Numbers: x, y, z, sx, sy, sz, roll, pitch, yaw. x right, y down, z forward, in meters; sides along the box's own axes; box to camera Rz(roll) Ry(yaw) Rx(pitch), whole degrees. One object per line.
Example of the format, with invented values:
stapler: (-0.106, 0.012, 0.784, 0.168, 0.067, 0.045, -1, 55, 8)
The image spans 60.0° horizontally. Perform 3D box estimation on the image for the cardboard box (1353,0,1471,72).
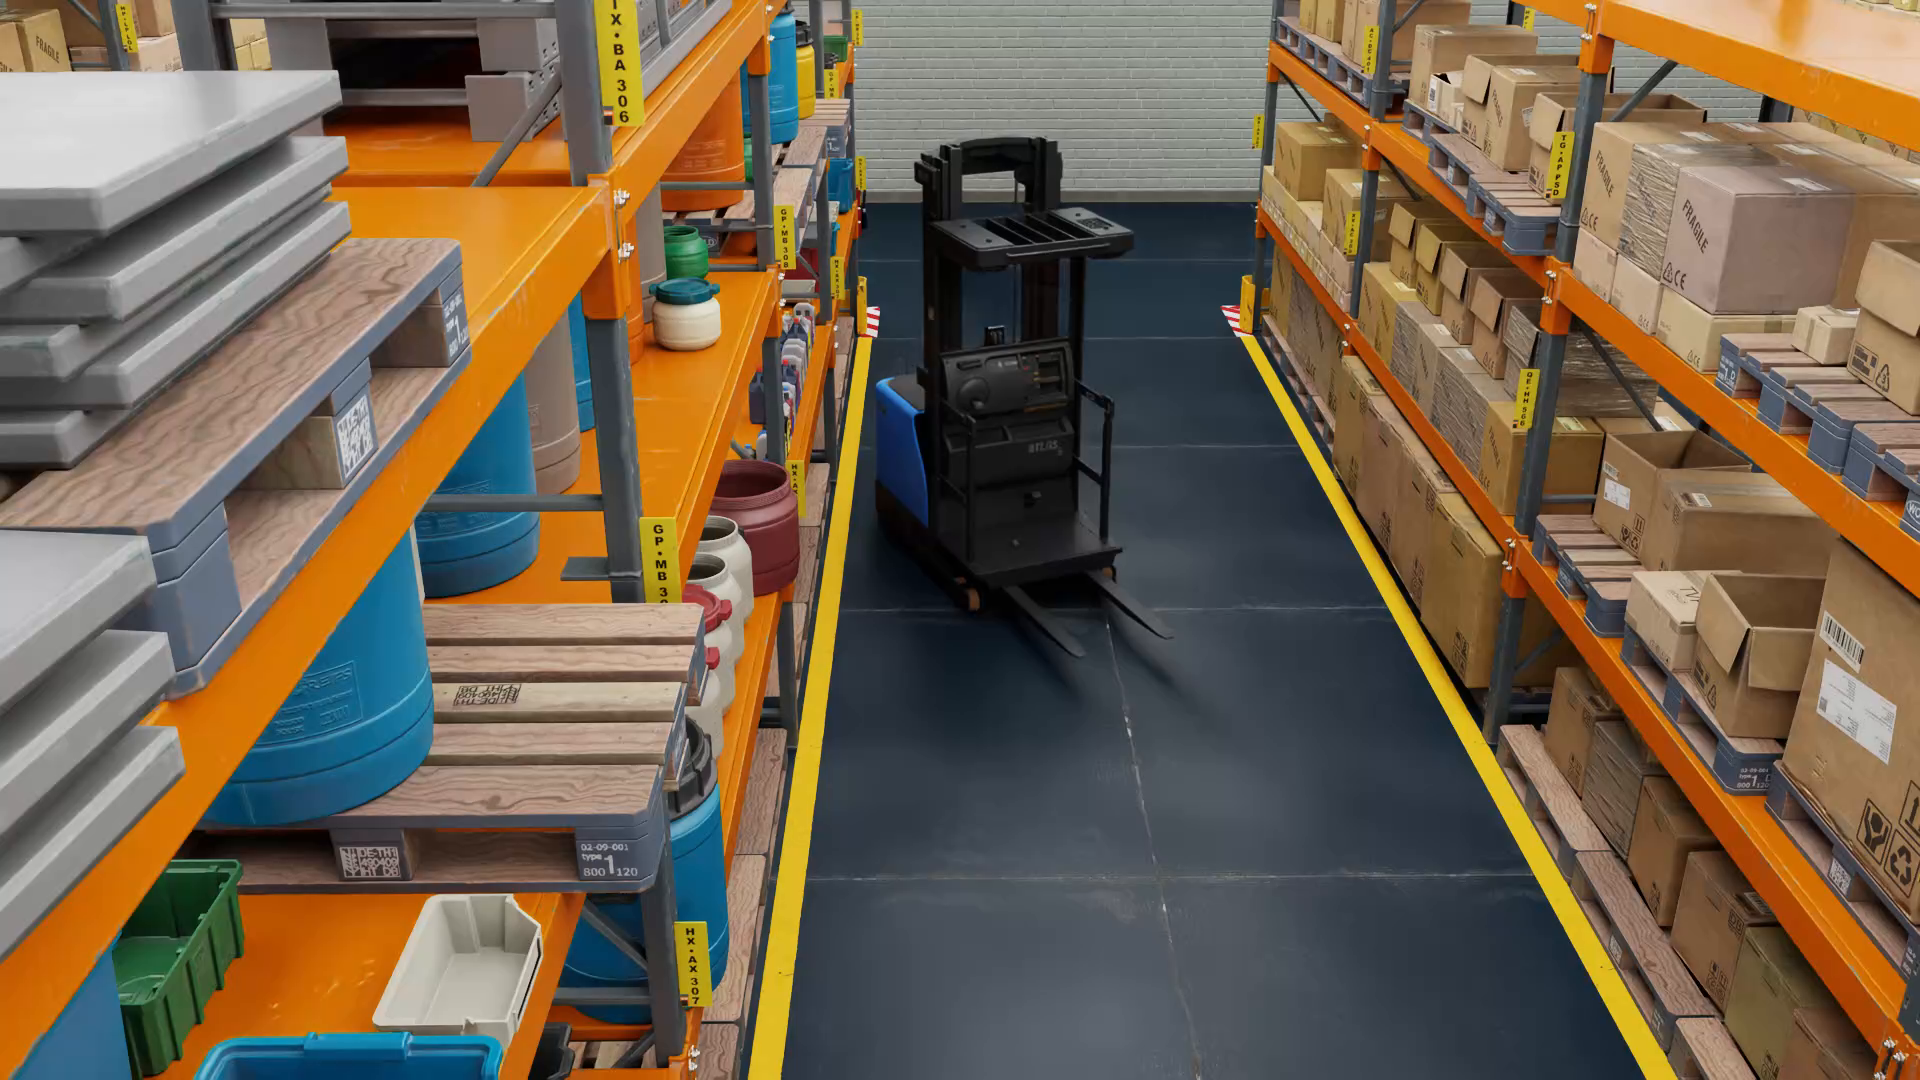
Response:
cardboard box: (3.412, -3.835, 12.580, 0.700, 0.500, 0.500, -2, 24, -4)

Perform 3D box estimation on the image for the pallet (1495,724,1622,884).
pallet: (3.531, 1.378, 8.831, 1.003, 0.211, 1.213, 0, 24, -1)

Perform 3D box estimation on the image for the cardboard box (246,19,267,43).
cardboard box: (-6.201, -4.372, 14.095, 0.500, 0.250, 0.500, 0, 24, -1)

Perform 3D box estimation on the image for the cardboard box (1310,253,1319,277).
cardboard box: (3.138, -2.297, 13.877, 0.380, 0.149, 0.250, 0, 24, 0)

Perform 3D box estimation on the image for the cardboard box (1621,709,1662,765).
cardboard box: (3.577, 0.876, 8.145, 0.500, 0.250, 0.500, 2, 24, 5)

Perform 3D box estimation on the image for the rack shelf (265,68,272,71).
rack shelf: (-6.447, -3.683, 13.870, 1.077, 0.370, 4.000, 0, 24, -1)

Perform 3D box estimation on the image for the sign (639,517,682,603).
sign: (-0.835, 0.087, 4.651, 0.100, 0.325, 0.005, 0, 24, -1)

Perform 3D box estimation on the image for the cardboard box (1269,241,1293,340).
cardboard box: (3.524, -2.471, 16.026, 0.875, 0.875, 0.875, 0, 24, -1)

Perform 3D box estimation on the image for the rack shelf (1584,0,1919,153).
rack shelf: (3.546, -1.614, 6.141, 1.077, 0.370, 4.000, 0, 24, -1)

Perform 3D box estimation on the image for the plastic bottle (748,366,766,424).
plastic bottle: (-1.274, -0.931, 10.612, 0.144, 0.351, 0.185, 0, 24, -1)

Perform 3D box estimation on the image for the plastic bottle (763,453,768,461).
plastic bottle: (-1.084, -0.362, 9.449, 0.097, 0.271, 0.097, 0, 24, 0)

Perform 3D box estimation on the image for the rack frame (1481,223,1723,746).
rack frame: (3.524, -0.215, 8.969, 1.000, 3.000, 0.127, 0, 24, -1)

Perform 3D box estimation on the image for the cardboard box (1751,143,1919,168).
cardboard box: (3.796, -1.448, 7.328, 0.500, 0.500, 0.500, 0, 24, -1)

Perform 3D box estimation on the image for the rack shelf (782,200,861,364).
rack shelf: (-1.494, -2.337, 14.534, 1.077, 0.370, 4.000, 0, 24, -1)

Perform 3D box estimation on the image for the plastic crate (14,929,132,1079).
plastic crate: (-1.663, 0.960, 2.750, 0.392, 0.384, 0.575, 0, 24, -1)

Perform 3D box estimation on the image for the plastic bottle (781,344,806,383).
plastic bottle: (-1.134, -1.210, 11.319, 0.152, 0.276, 0.135, 0, 24, -1)

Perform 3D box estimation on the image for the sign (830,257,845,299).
sign: (-0.922, -1.969, 12.511, 0.100, 0.325, 0.005, 0, 24, -1)

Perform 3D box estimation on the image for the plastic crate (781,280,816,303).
plastic crate: (-1.335, -1.941, 13.031, 0.396, 0.136, 0.243, 0, 24, -1)

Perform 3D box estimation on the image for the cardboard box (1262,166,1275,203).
cardboard box: (3.172, -3.380, 15.787, 0.500, 0.250, 0.500, -1, 24, -2)

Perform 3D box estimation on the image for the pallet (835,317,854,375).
pallet: (-1.546, -1.879, 16.031, 1.003, 0.211, 1.213, 0, 24, -1)

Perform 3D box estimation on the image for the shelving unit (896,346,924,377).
shelving unit: (-0.330, -0.853, 12.564, 0.258, 1.200, 0.189, -10, 26, -21)

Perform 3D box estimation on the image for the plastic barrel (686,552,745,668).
plastic barrel: (-1.199, 0.353, 7.578, 0.421, 0.512, 0.421, 0, 24, 0)

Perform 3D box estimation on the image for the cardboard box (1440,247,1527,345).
cardboard box: (3.514, -1.564, 10.612, 0.797, 0.503, 0.637, 1, 24, 1)

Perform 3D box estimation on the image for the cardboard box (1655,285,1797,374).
cardboard box: (3.295, -0.895, 7.015, 0.500, 0.250, 0.500, 0, 24, 1)

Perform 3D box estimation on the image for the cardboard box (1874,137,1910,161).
cardboard box: (8.141, -3.310, 14.117, 0.500, 0.500, 0.500, -1, 24, -2)

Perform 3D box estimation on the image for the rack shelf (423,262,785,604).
rack shelf: (-1.407, -0.408, 6.627, 1.077, 0.370, 4.000, 0, 24, -1)

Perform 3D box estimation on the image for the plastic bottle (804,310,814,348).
plastic bottle: (-1.097, -1.532, 12.022, 0.061, 0.283, 0.133, 0, 24, -1)

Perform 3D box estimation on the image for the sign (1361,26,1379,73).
sign: (2.925, -3.498, 11.865, 0.100, 0.325, 0.005, 0, 24, -1)

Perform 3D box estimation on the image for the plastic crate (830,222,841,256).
plastic crate: (-1.237, -2.595, 14.362, 0.416, 0.233, 0.300, 0, 24, -1)

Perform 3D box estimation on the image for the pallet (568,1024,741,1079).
pallet: (-1.433, 2.403, 6.565, 1.003, 0.211, 1.213, 0, 24, -1)

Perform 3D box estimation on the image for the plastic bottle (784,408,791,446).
plastic bottle: (-1.093, -0.702, 10.203, 0.097, 0.271, 0.097, 0, 24, 0)

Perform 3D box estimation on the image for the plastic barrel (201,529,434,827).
plastic barrel: (-1.481, 0.080, 3.559, 0.600, 0.901, 0.708, 0, 24, -1)

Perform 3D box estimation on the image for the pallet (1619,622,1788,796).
pallet: (3.586, 0.688, 7.205, 1.003, 0.211, 1.213, 0, 24, -1)

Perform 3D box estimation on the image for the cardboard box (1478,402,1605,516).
cardboard box: (3.271, -0.463, 9.395, 0.500, 0.500, 0.500, 0, 24, 1)

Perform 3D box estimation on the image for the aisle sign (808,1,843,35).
aisle sign: (-1.224, -4.705, 15.741, 0.394, 0.787, 0.004, 0, 24, -1)

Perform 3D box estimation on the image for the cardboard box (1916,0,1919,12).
cardboard box: (8.161, -4.425, 13.729, 0.380, 0.149, 0.250, 1, 24, 1)

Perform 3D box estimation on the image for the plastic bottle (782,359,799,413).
plastic bottle: (-1.123, -0.987, 10.736, 0.144, 0.351, 0.185, 0, 24, -1)

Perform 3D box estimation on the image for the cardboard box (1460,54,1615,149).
cardboard box: (3.480, -2.662, 10.104, 0.797, 0.503, 0.637, -1, 24, -1)

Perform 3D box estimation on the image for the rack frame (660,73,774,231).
rack frame: (-1.429, -2.926, 7.683, 1.000, 3.000, 0.127, 0, 24, -1)

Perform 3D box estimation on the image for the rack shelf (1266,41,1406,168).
rack shelf: (3.458, -3.726, 13.965, 1.077, 0.370, 4.000, 0, 24, -1)

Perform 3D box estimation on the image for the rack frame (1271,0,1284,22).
rack frame: (3.437, -6.245, 15.021, 1.000, 3.000, 0.127, 0, 24, -1)

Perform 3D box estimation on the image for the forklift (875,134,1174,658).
forklift: (0.415, -1.051, 10.901, 1.130, 2.935, 3.031, -10, 26, -21)

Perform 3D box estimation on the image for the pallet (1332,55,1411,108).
pallet: (3.482, -3.527, 12.759, 1.003, 0.211, 1.213, 0, 24, -1)

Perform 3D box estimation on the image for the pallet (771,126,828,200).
pallet: (-1.351, -2.332, 10.238, 1.003, 0.211, 1.213, 0, 24, -1)

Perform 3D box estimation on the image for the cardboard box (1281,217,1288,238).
cardboard box: (3.124, -2.826, 15.046, 0.380, 0.149, 0.250, -1, 24, -2)

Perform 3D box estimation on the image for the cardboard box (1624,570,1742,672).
cardboard box: (3.312, 0.354, 7.384, 0.500, 0.250, 0.500, -1, 24, -2)

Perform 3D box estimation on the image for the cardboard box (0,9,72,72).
cardboard box: (-6.494, -3.262, 11.312, 0.600, 0.600, 0.600, -3, 24, -6)

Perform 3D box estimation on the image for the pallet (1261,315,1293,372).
pallet: (3.524, -1.912, 16.104, 1.003, 0.211, 1.213, 0, 24, -1)

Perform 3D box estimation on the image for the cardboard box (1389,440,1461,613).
cardboard box: (3.535, -0.090, 10.761, 1.225, 0.875, 0.875, 0, 24, 0)

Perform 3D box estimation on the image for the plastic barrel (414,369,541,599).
plastic barrel: (-1.608, -0.348, 5.015, 0.600, 0.901, 0.708, 0, 24, -1)

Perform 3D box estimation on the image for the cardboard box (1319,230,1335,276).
cardboard box: (3.205, -2.324, 13.454, 0.500, 0.250, 0.500, 0, 24, 1)

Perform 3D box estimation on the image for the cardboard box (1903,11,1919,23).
cardboard box: (8.150, -4.205, 13.725, 0.500, 0.250, 0.500, -1, 24, -3)

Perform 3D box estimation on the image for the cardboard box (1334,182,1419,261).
cardboard box: (3.208, -2.460, 12.844, 0.500, 0.500, 0.500, 0, 24, 1)

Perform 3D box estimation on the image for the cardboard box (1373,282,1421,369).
cardboard box: (3.242, -1.511, 11.713, 0.500, 0.500, 0.500, 0, 24, 0)

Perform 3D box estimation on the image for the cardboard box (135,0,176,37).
cardboard box: (-6.333, -4.095, 12.573, 0.700, 0.500, 0.500, 0, 24, -1)

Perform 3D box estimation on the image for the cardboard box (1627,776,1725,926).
cardboard box: (3.583, 1.462, 7.761, 0.700, 0.500, 0.500, 2, 24, 4)
